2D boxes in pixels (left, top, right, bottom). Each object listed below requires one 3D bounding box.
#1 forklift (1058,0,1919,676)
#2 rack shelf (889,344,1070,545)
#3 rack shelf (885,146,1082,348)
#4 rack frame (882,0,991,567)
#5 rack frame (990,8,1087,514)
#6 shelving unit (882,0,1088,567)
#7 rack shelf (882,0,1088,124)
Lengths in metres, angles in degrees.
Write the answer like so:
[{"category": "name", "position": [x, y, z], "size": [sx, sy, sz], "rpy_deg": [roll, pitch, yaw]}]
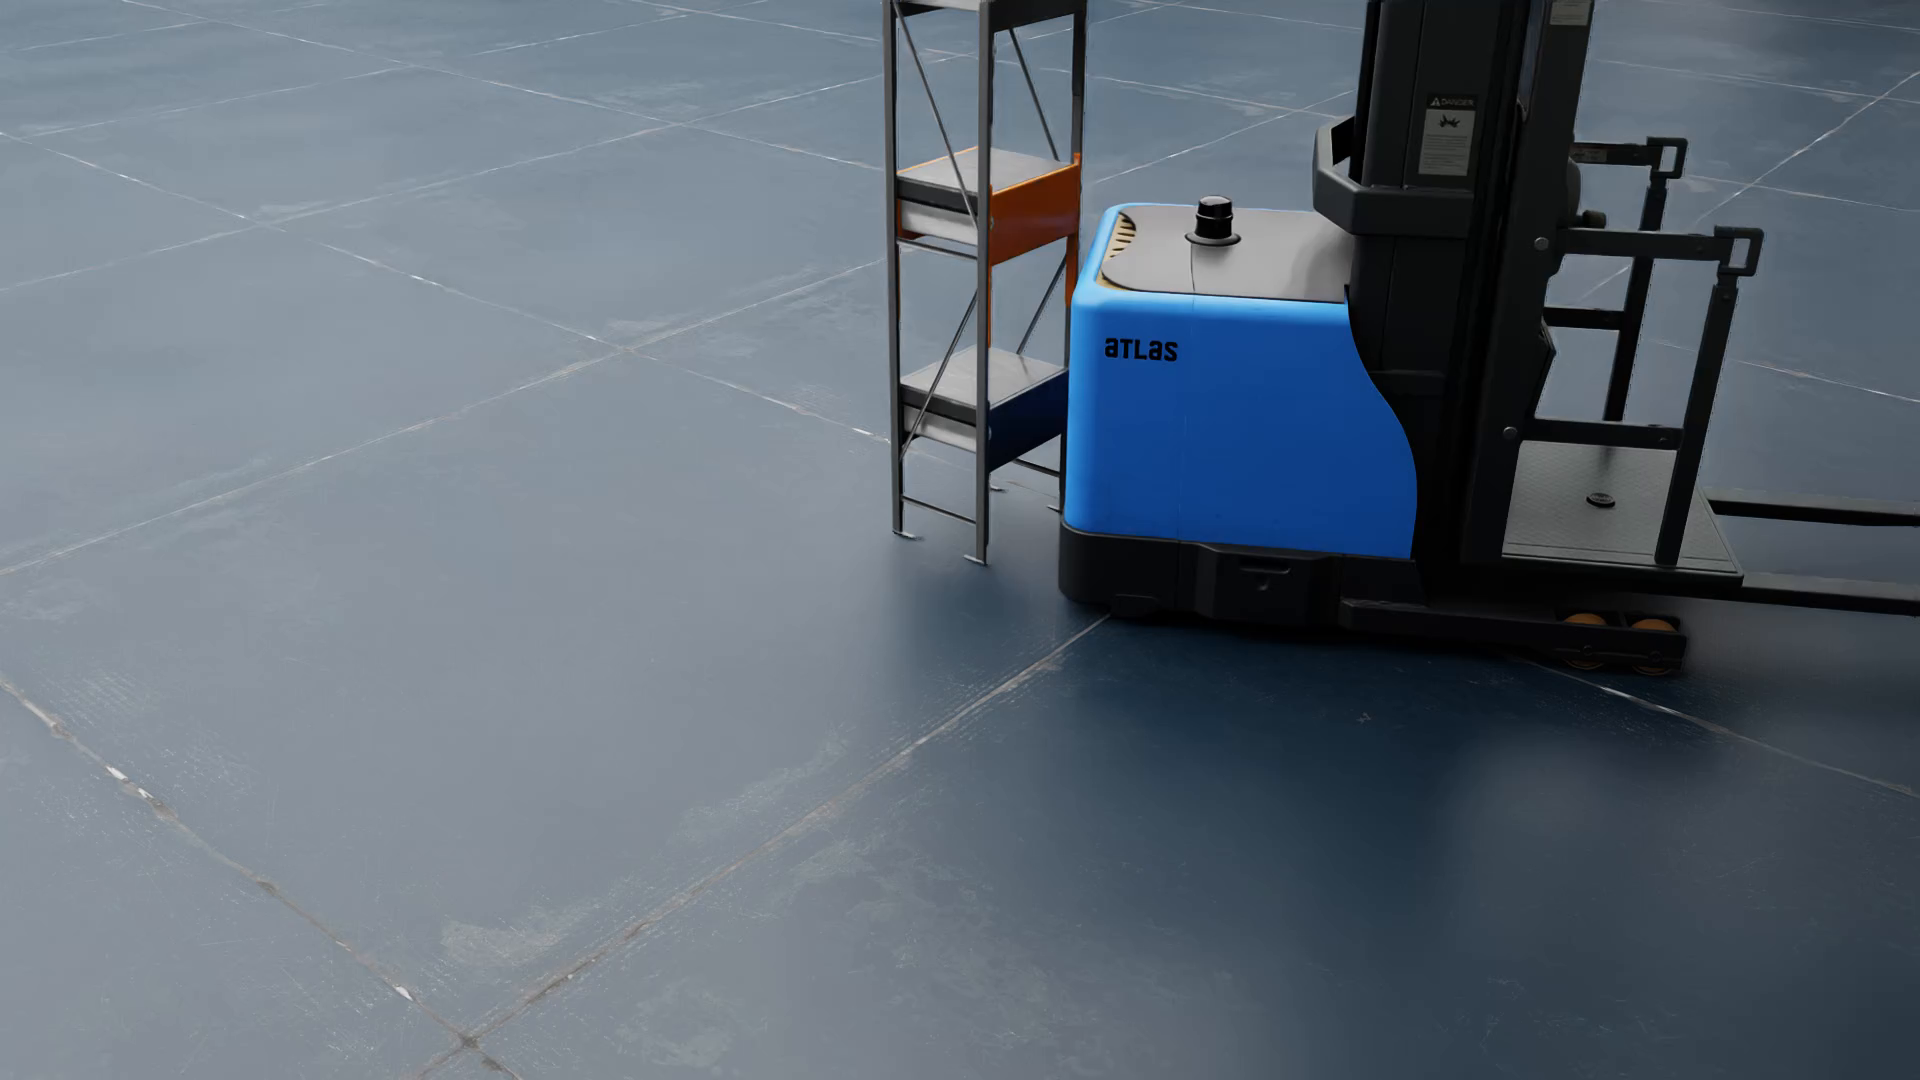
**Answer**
[{"category": "forklift", "position": [1.881, -1.162, 4.805], "size": [3.031, 2.935, 1.130], "rpy_deg": [5, 28, 9]}, {"category": "rack shelf", "position": [0.078, -0.357, 5.707], "size": [0.431, 0.518, 0.480], "rpy_deg": [20, 33, 33]}, {"category": "rack shelf", "position": [0.079, -0.979, 5.386], "size": [0.431, 0.518, 0.480], "rpy_deg": [20, 33, 33]}, {"category": "rack frame", "position": [-0.072, -0.903, 5.209], "size": [0.400, 2.100, 0.015], "rpy_deg": [20, 33, 33]}, {"category": "rack frame", "position": [0.230, -1.079, 5.550], "size": [0.400, 2.100, 0.015], "rpy_deg": [20, 33, 33]}, {"category": "shelving unit", "position": [0.079, -0.991, 5.380], "size": [0.431, 2.100, 0.503], "rpy_deg": [20, 33, 33]}, {"category": "rack shelf", "position": [0.079, -1.601, 5.065], "size": [0.431, 0.518, 0.480], "rpy_deg": [20, 33, 33]}]
